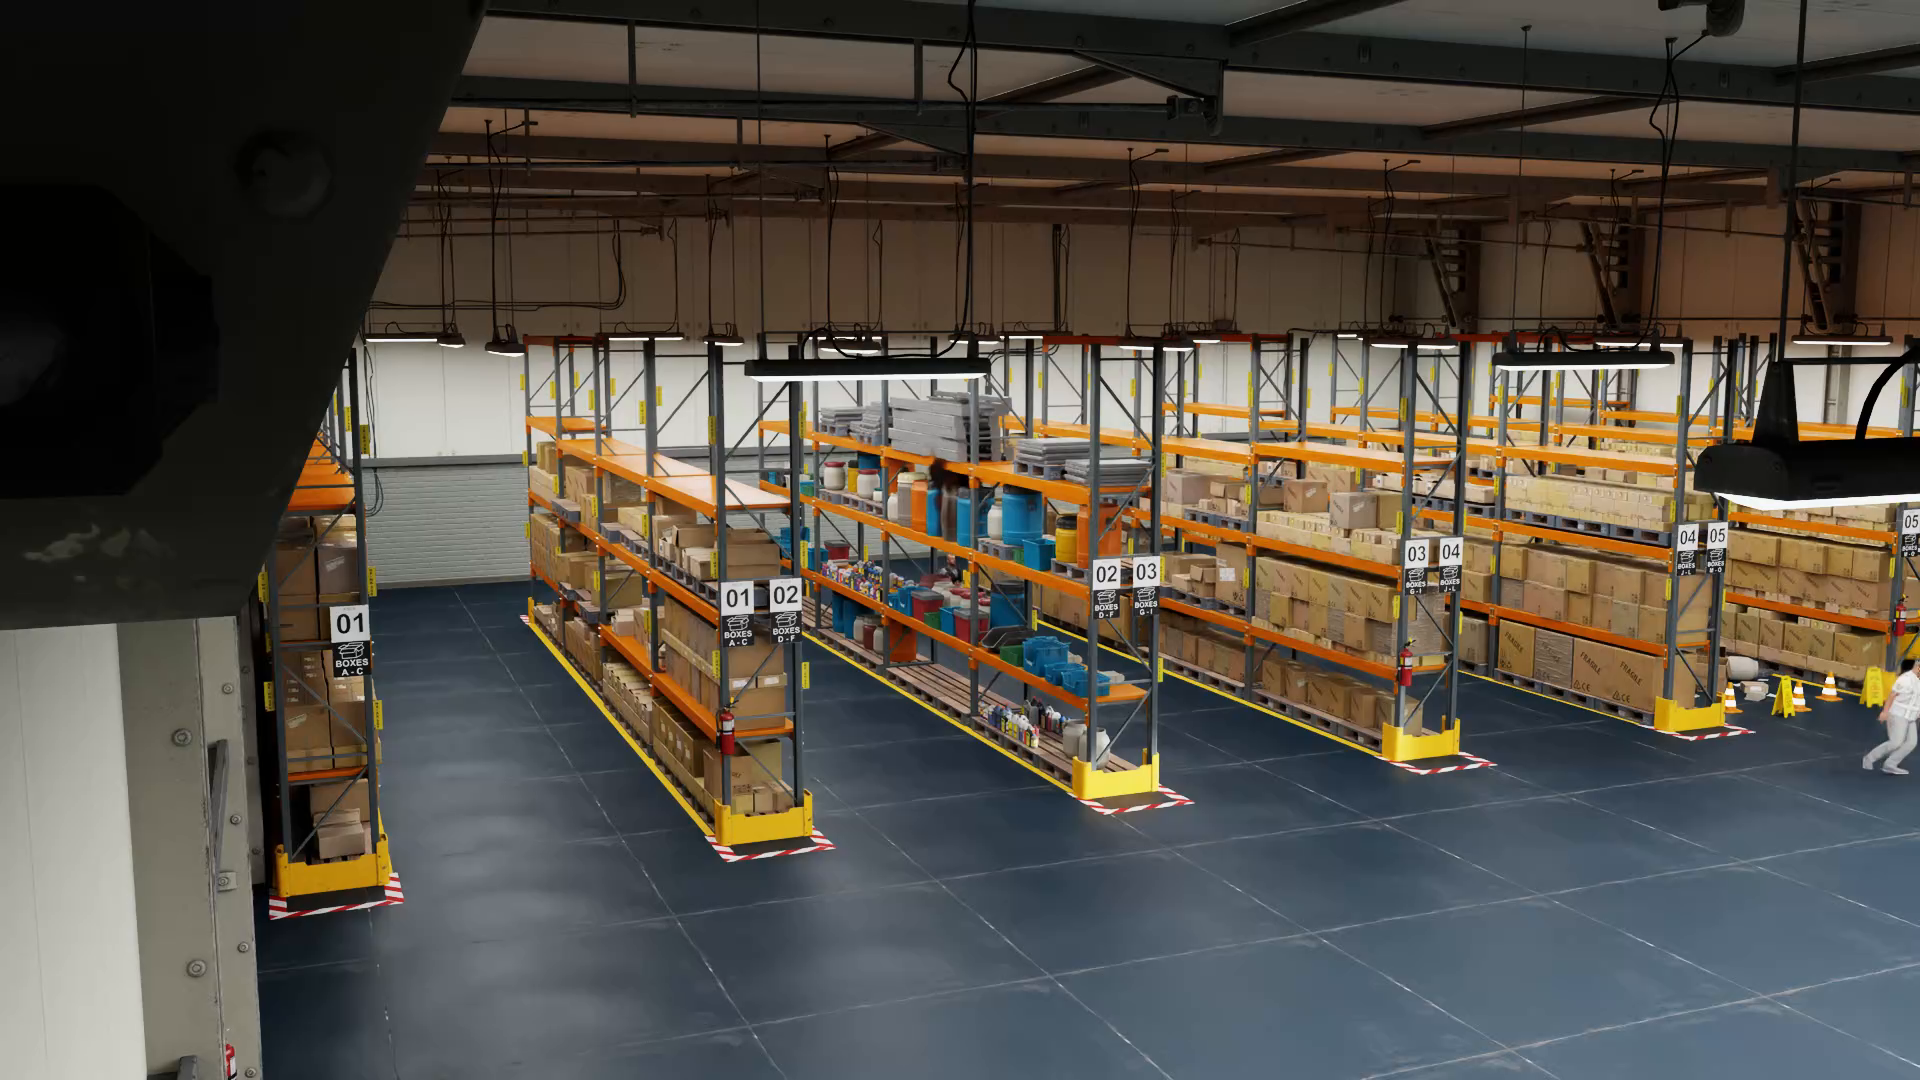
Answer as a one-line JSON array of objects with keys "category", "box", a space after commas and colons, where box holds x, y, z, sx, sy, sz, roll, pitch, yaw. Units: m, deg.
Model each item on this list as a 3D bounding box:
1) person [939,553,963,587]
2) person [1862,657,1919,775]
[{"category": "person", "box": [-0.168, 1.146, 32.714, 0.630, 1.761, 0.832, -6, 9, -36]}, {"category": "person", "box": [13.034, 2.438, 23.109, 0.831, 1.660, 0.667, -6, 10, -38]}]
